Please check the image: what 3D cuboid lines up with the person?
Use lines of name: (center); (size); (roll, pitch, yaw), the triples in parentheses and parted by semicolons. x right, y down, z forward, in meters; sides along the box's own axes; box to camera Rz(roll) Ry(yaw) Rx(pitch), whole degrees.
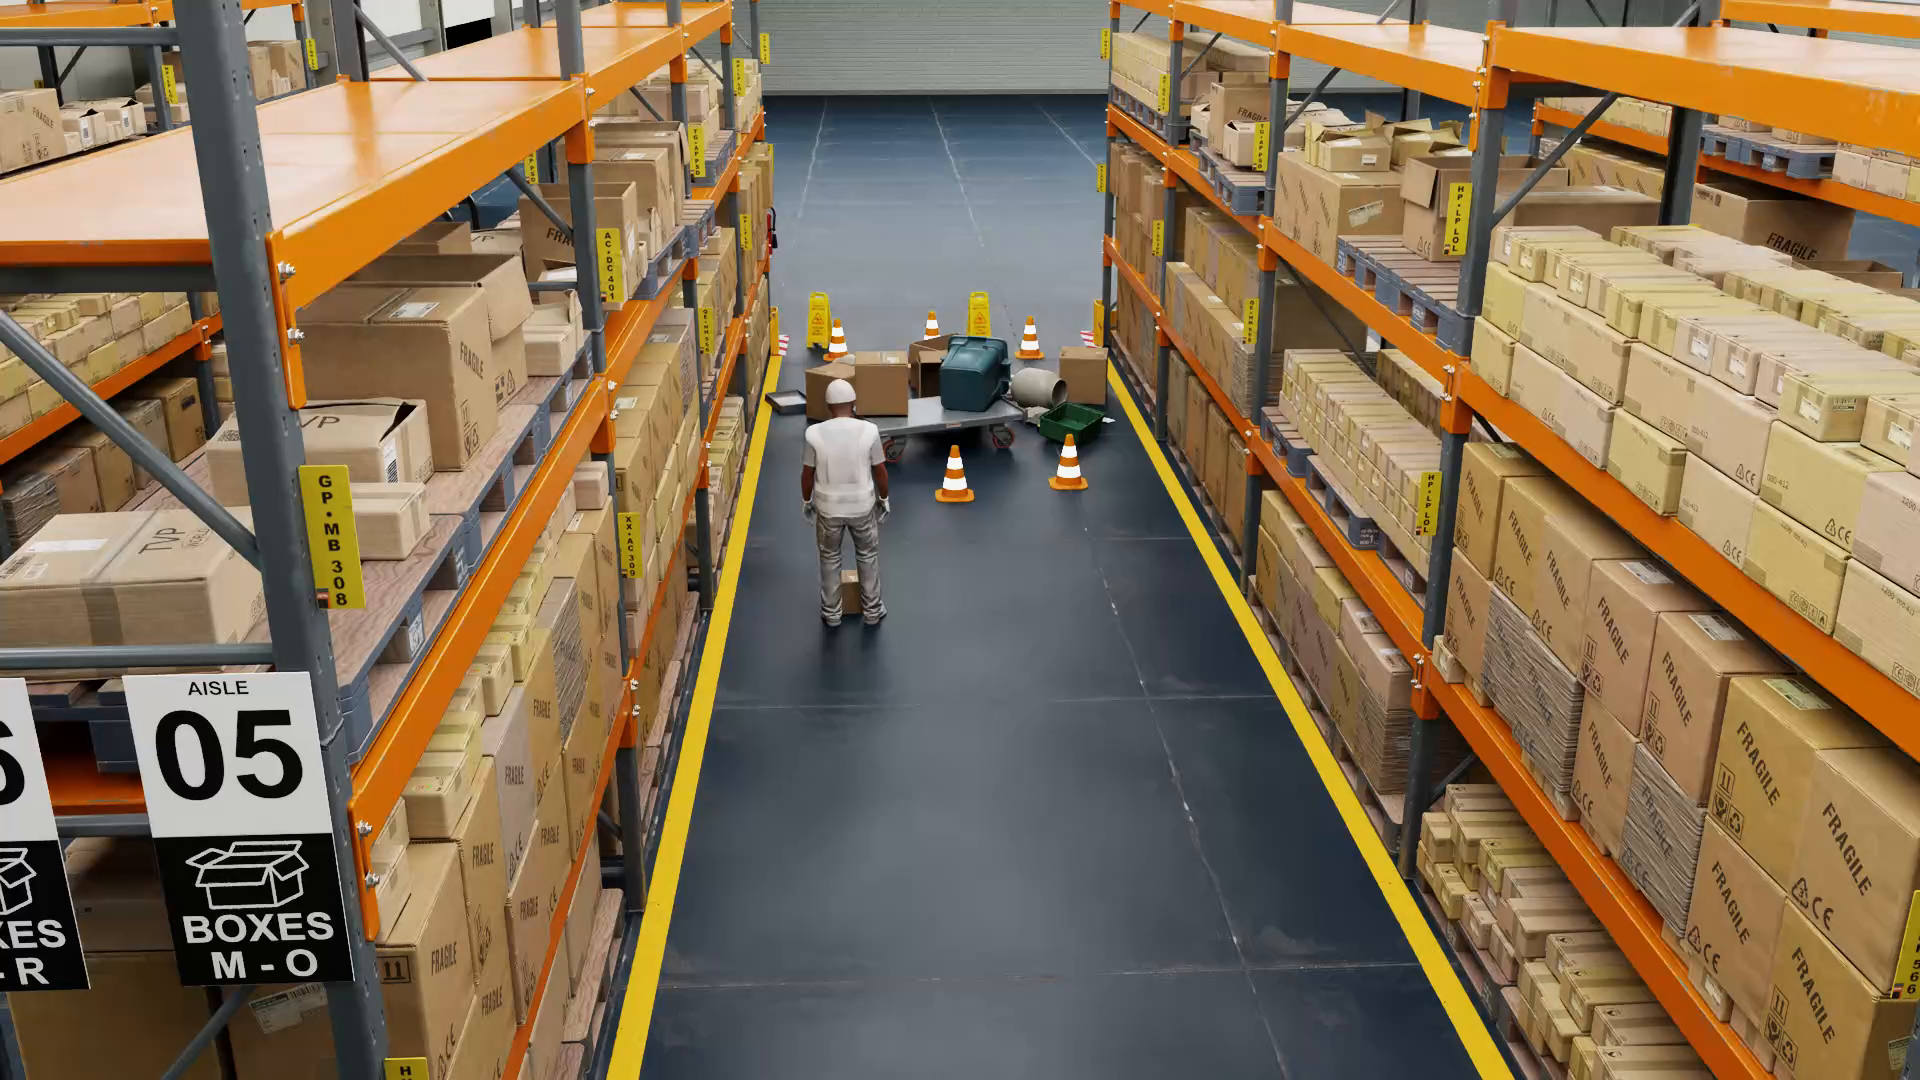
person: (-0.804, -0.252, 11.745); (0.616, 1.773, 0.450); (-1, 20, -3)
